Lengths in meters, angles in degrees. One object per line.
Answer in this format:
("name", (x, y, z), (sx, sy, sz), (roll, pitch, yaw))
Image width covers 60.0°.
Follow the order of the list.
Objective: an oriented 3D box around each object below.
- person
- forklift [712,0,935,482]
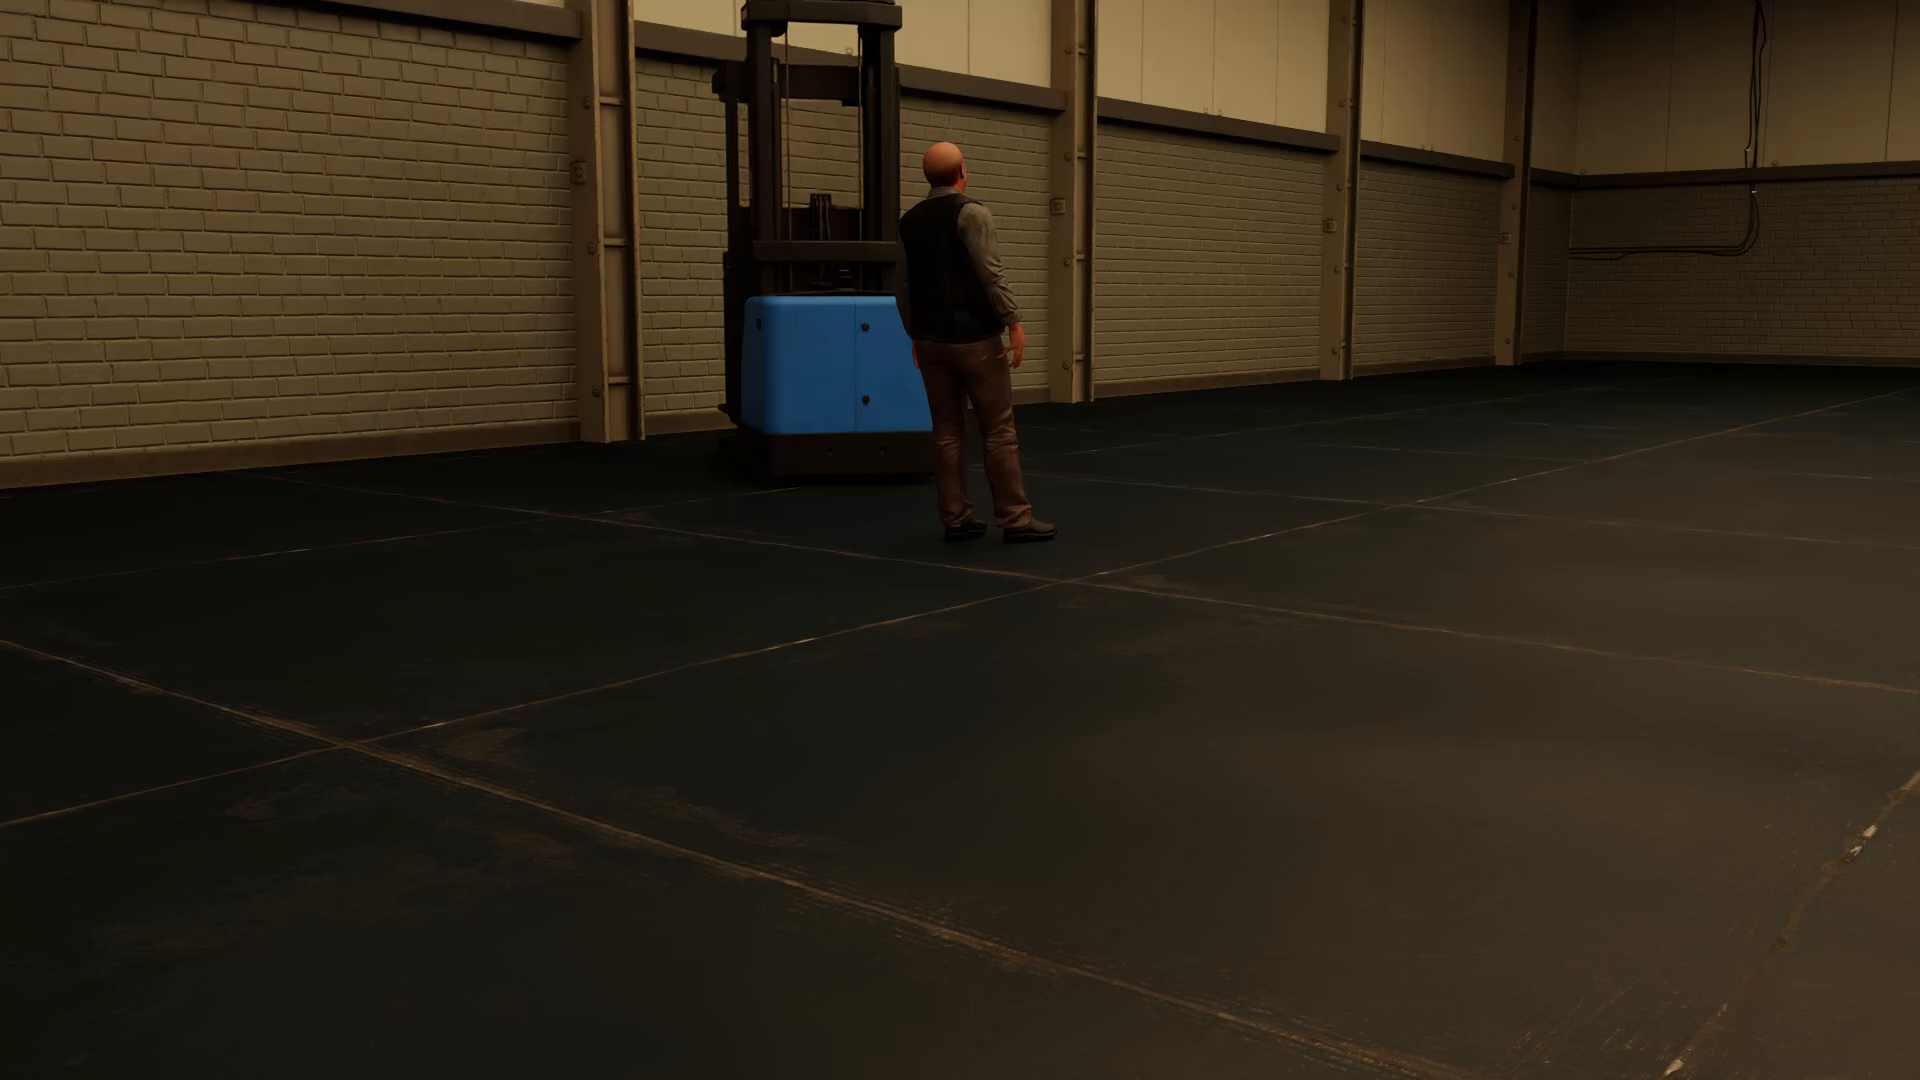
("person", (0.050, -0.866, 7.328), (0.632, 1.720, 0.552), (7, 11, 38))
("forklift", (-0.979, -1.963, 10.697), (1.130, 2.935, 3.031), (-2, 9, -15))
